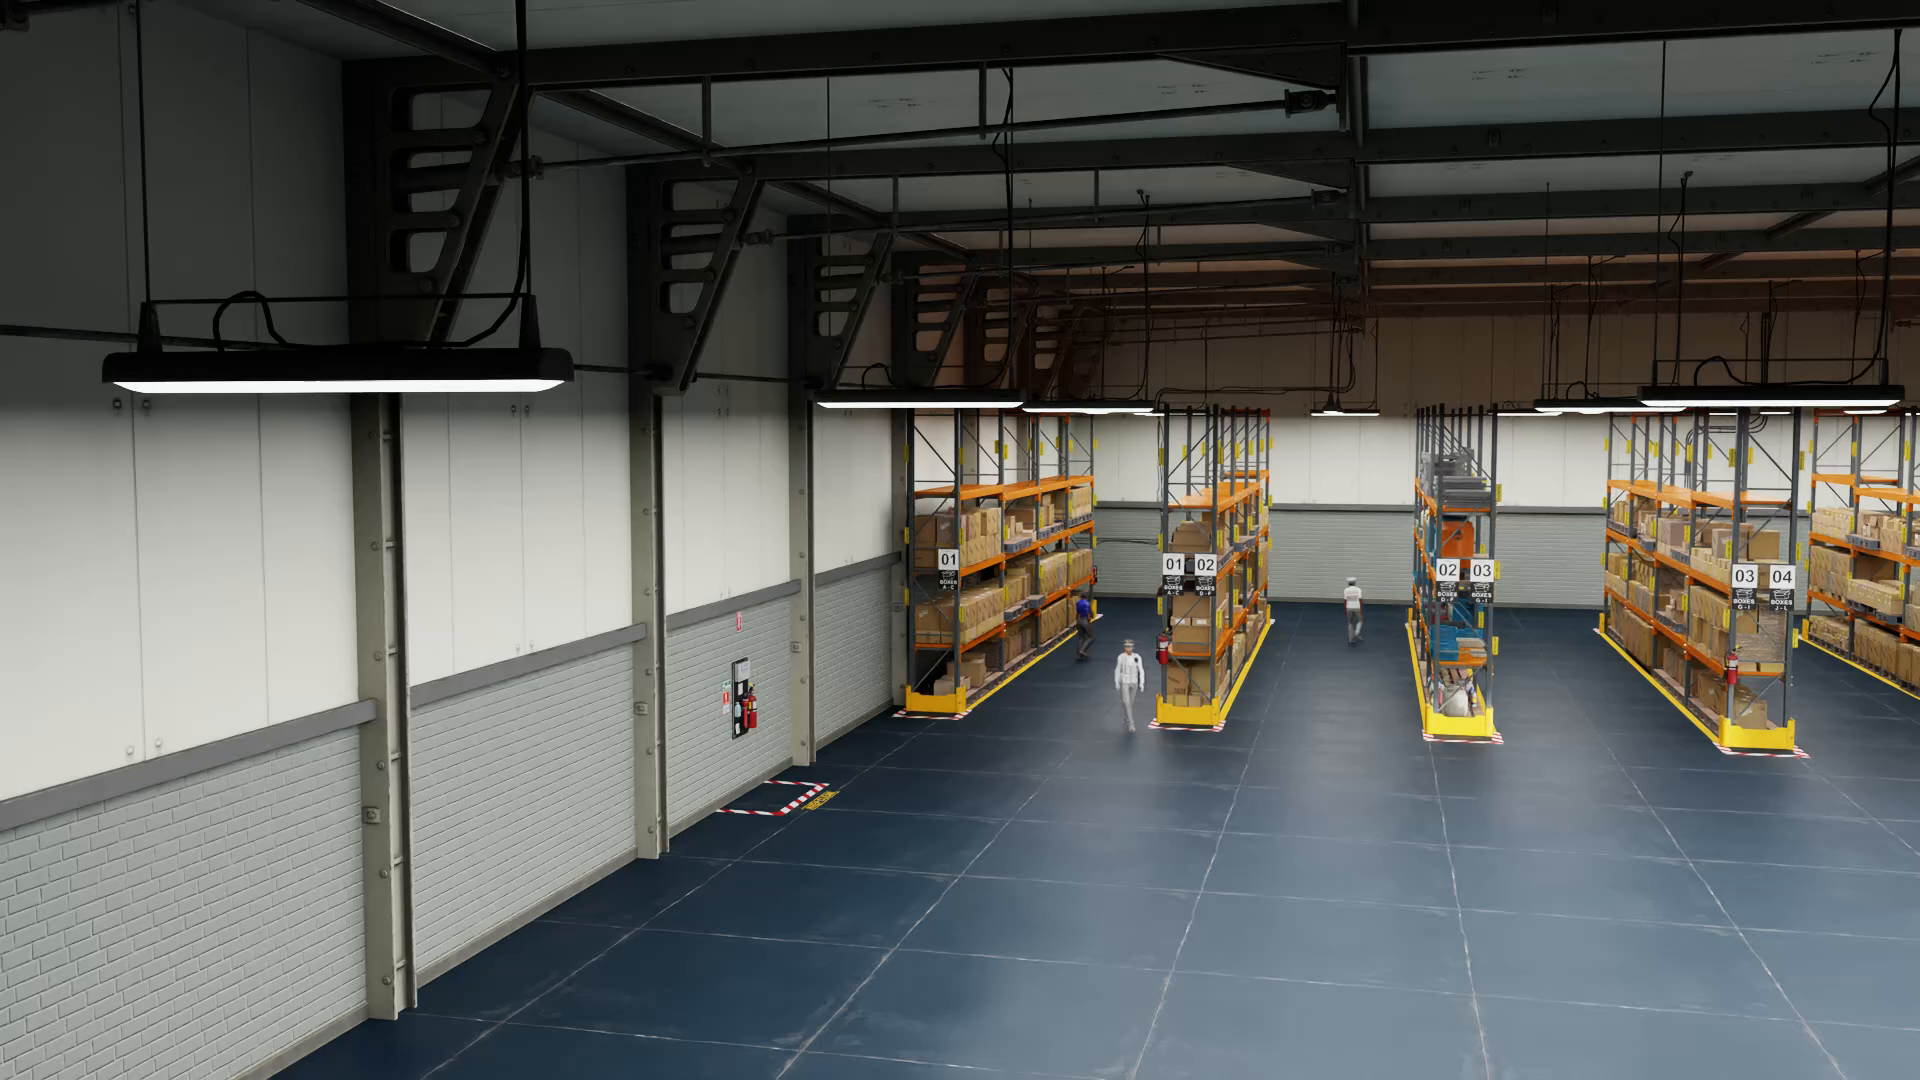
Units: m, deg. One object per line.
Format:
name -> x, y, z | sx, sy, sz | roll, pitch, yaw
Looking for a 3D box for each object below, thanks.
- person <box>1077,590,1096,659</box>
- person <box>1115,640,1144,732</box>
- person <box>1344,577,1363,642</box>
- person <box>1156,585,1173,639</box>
person -> 2.931, 2.067, 39.497 | 0.442, 1.548, 0.475 | -3, 5, -37
person -> 3.149, 2.654, 30.607 | 0.506, 1.638, 0.857 | -1, 4, -10
person -> 10.063, 1.791, 42.503 | 0.513, 1.674, 0.483 | 1, 4, 13
person -> 5.485, 1.743, 43.244 | 0.745, 1.685, 0.654 | 2, 4, 22
